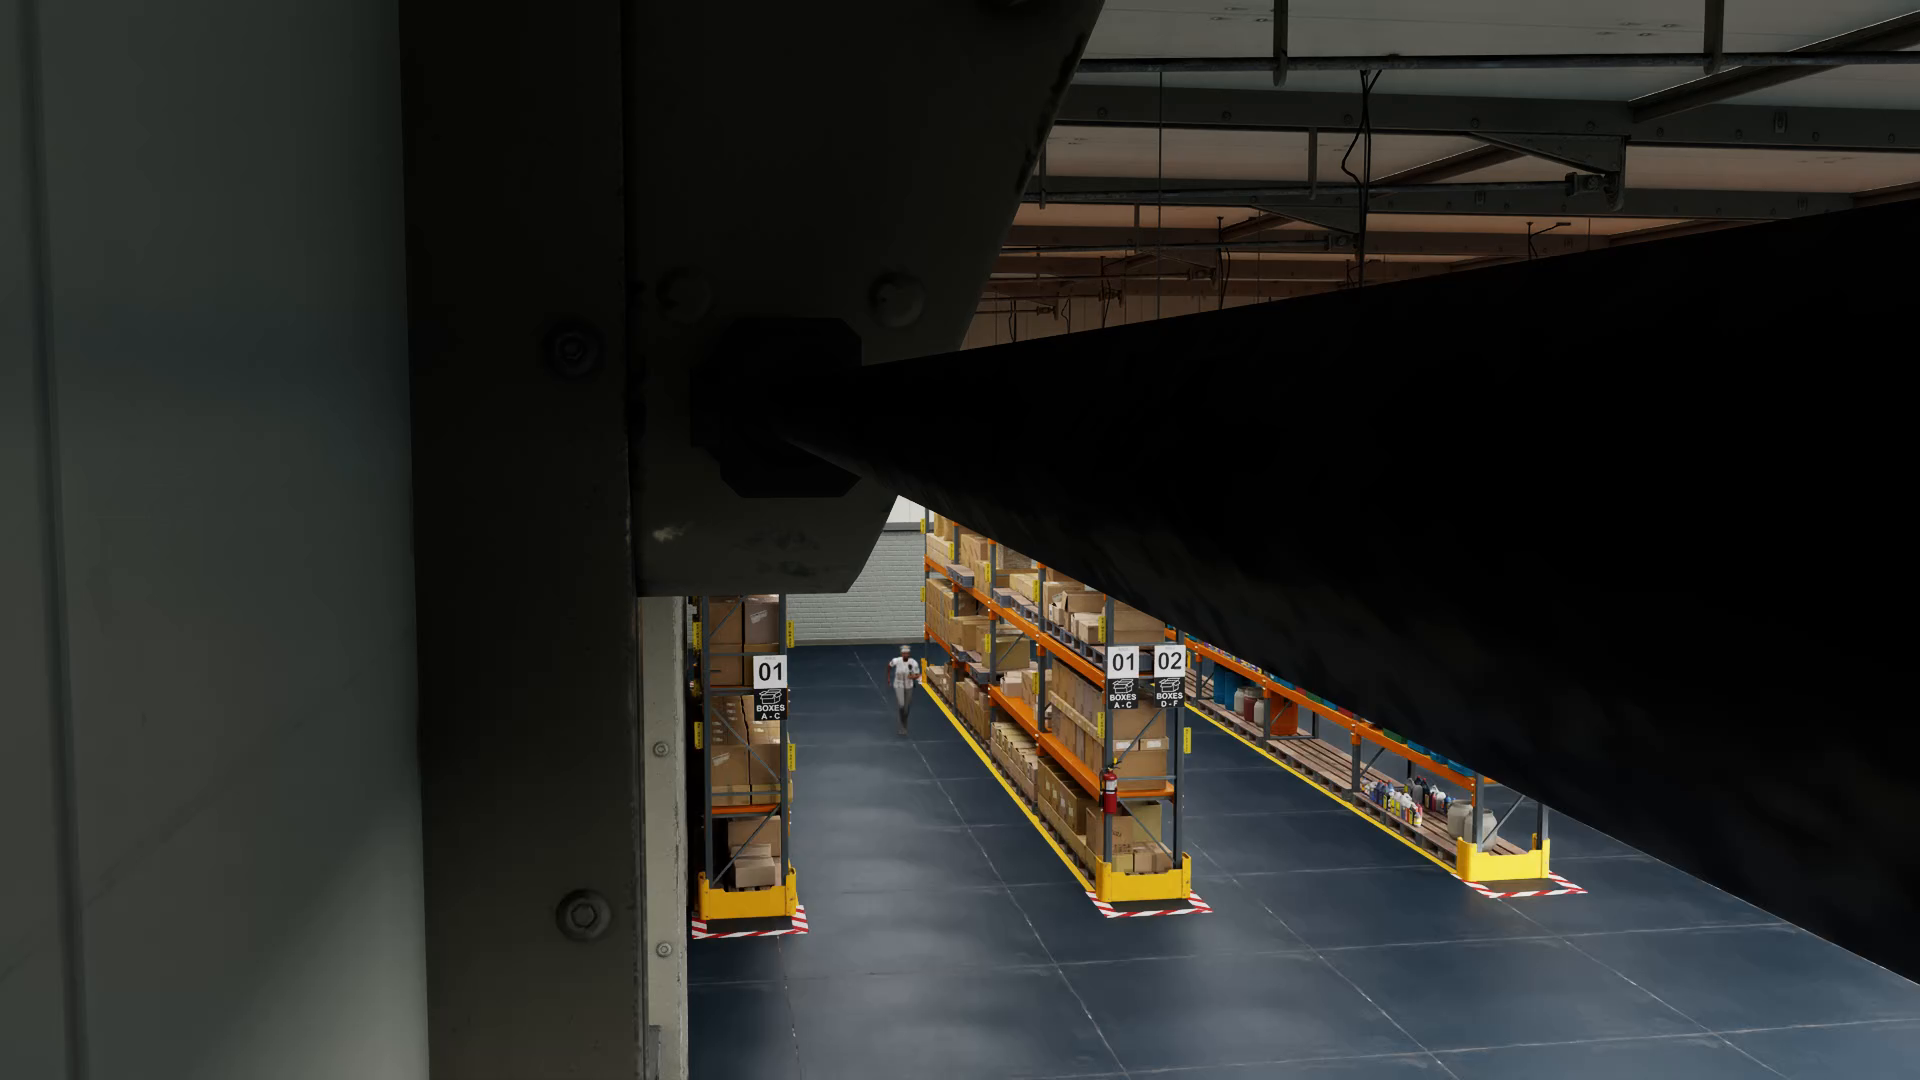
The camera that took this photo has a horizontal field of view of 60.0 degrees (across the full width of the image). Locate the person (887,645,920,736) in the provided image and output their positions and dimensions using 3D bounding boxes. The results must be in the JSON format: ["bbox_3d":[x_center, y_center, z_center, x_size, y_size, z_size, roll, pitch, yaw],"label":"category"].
[{"bbox_3d":[-1.049,2.775,30.944,0.601,1.704,0.817,0,5,-5],"label":"person"}]
